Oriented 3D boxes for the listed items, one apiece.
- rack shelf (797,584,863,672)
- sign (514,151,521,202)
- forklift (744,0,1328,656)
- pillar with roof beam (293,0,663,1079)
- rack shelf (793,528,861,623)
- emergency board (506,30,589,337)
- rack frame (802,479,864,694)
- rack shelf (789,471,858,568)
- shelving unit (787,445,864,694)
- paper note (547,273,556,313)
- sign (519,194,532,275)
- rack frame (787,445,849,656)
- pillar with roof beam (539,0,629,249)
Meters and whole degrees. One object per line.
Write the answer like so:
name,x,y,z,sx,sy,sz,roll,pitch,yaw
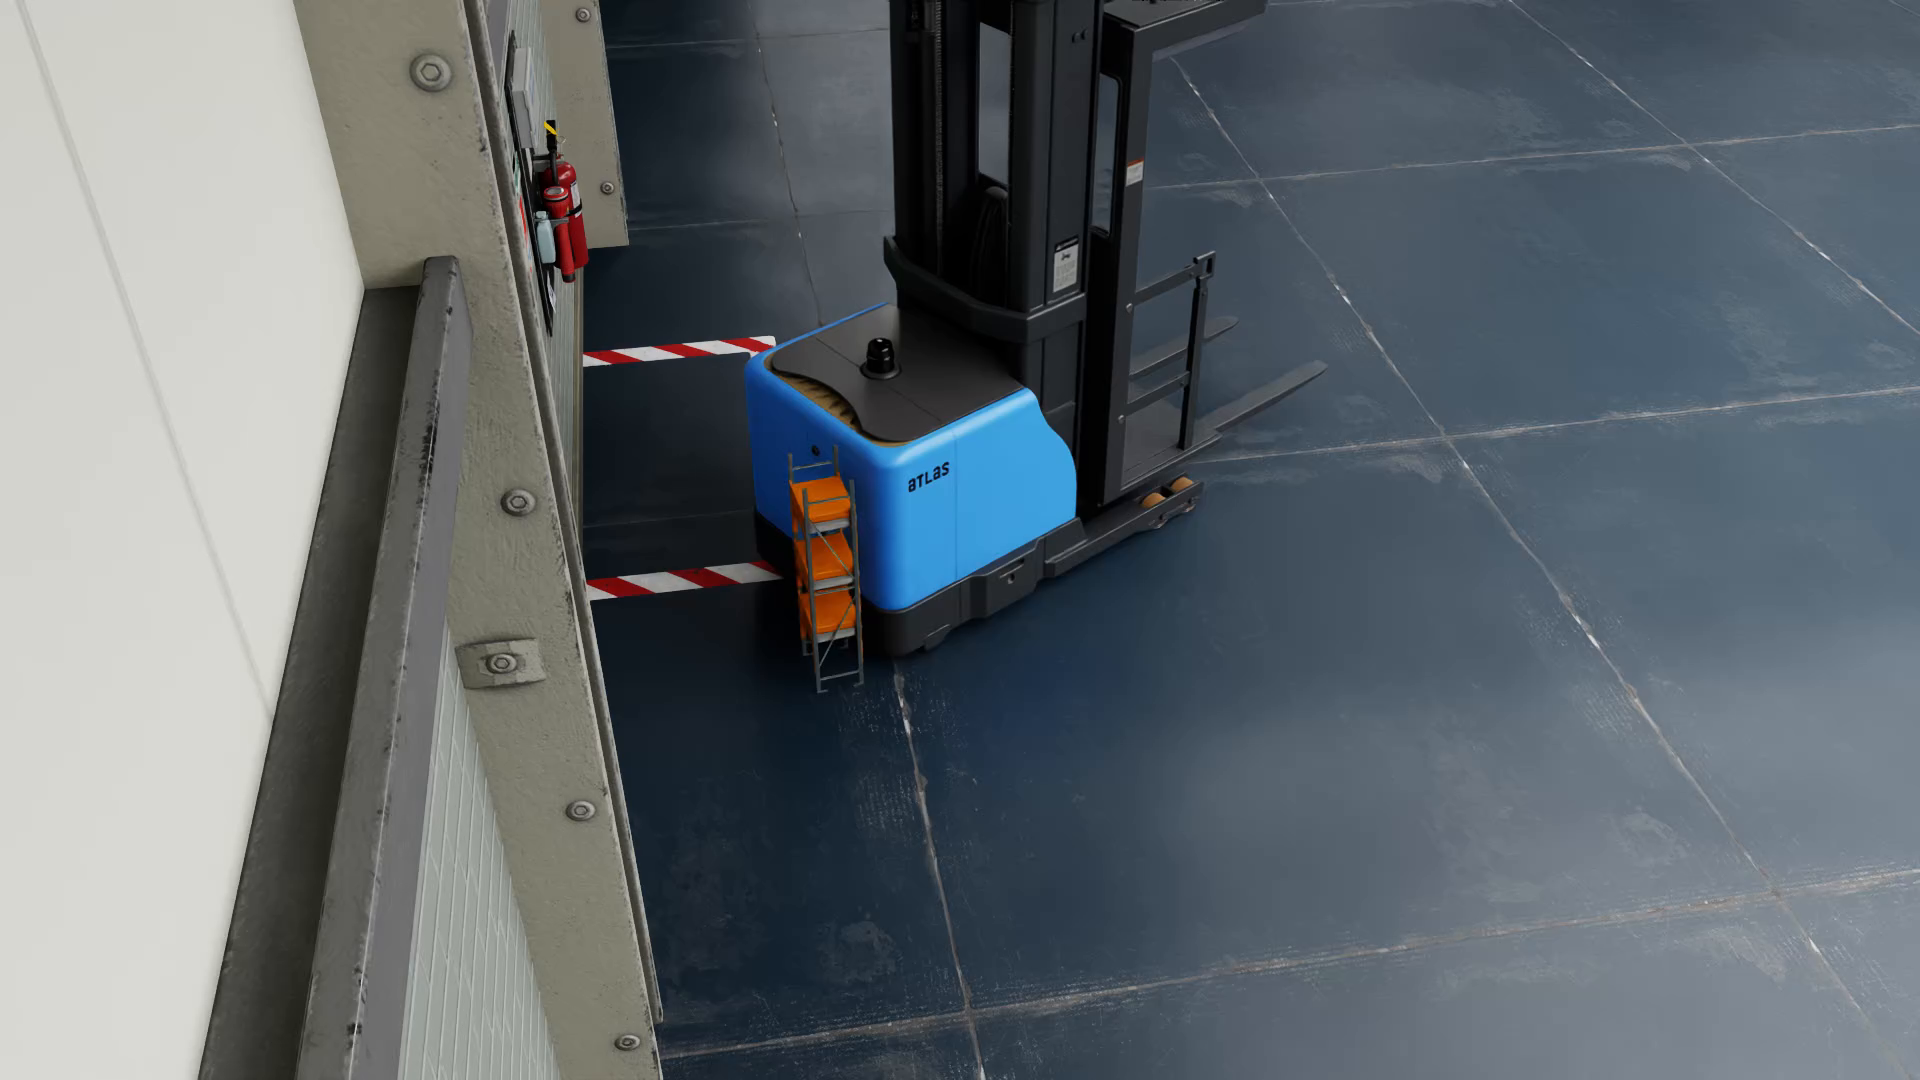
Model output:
rack shelf,-0.538,0.361,6.900,0.215,0.259,0.240,-11,39,-14
sign,-1.788,-1.455,6.716,0.001,0.109,0.331,-6,38,-8
forklift,0.524,-1.431,7.203,3.031,2.935,1.130,-28,46,-31
pillar with roof beam,3.103,-2.277,3.346,9.100,9.000,0.400,-6,38,-8
rack shelf,-0.538,0.142,6.729,0.215,0.259,0.240,-11,39,-14
emergency board,-1.792,-1.573,7.329,0.194,1.169,0.643,-6,38,-8
rack frame,-0.501,0.205,6.631,0.200,1.050,0.008,-11,39,-14
rack shelf,-0.538,-0.082,6.555,0.215,0.259,0.240,-11,39,-14
shelving unit,-0.538,0.133,6.723,0.215,1.050,0.252,-11,39,-14
paper note,-1.829,-1.110,7.452,0.016,0.148,0.142,-6,38,-8
sign,-1.796,-1.242,6.874,0.001,0.329,0.234,-6,38,-8
rack frame,-0.576,0.062,6.814,0.200,1.050,0.008,-11,39,-14
pillar with roof beam,2.051,-5.901,8.011,9.100,9.000,0.400,-6,38,-8
